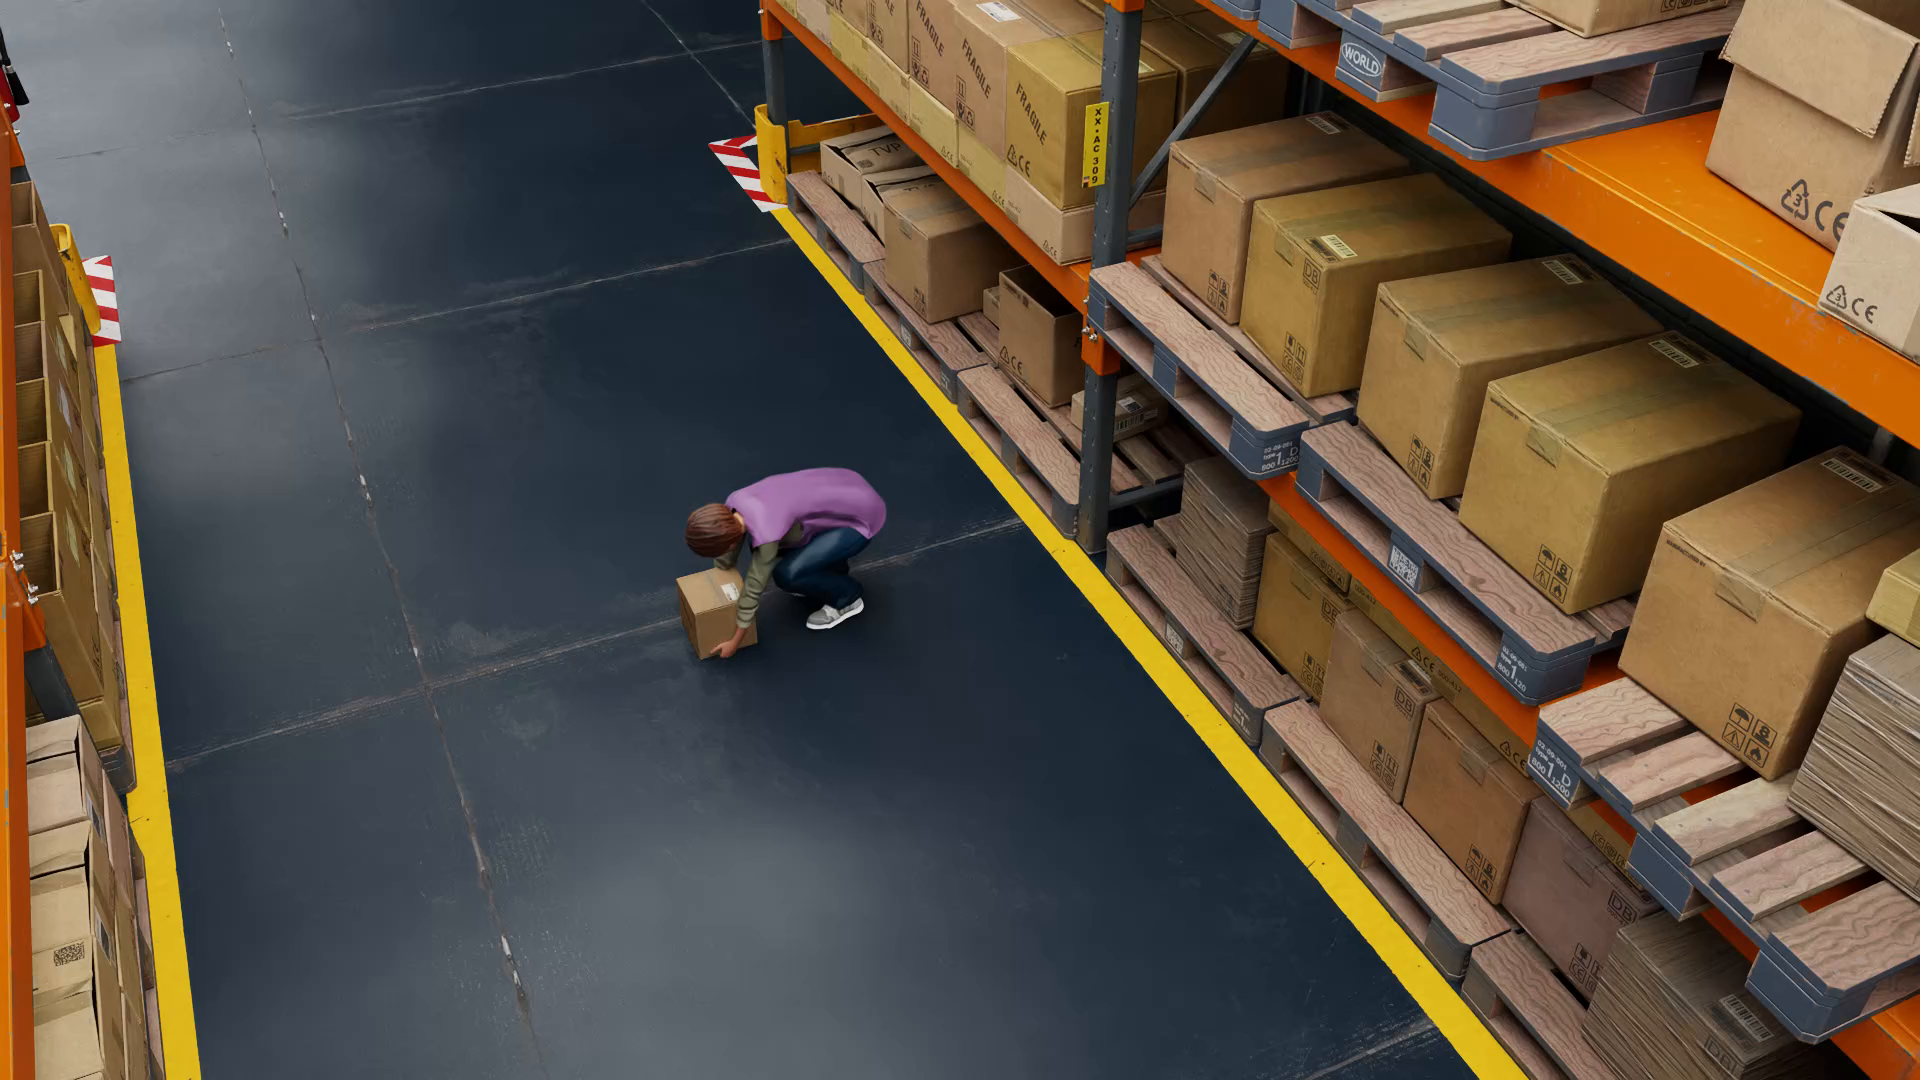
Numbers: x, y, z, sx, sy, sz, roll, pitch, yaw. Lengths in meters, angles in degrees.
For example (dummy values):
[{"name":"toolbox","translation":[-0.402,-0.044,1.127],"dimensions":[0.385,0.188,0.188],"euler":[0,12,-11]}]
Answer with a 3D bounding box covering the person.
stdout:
[{"name":"person","translation":[-0.708,0.050,6.862],"dimensions":[0.860,0.697,0.422],"euler":[-17,41,-21]}]
